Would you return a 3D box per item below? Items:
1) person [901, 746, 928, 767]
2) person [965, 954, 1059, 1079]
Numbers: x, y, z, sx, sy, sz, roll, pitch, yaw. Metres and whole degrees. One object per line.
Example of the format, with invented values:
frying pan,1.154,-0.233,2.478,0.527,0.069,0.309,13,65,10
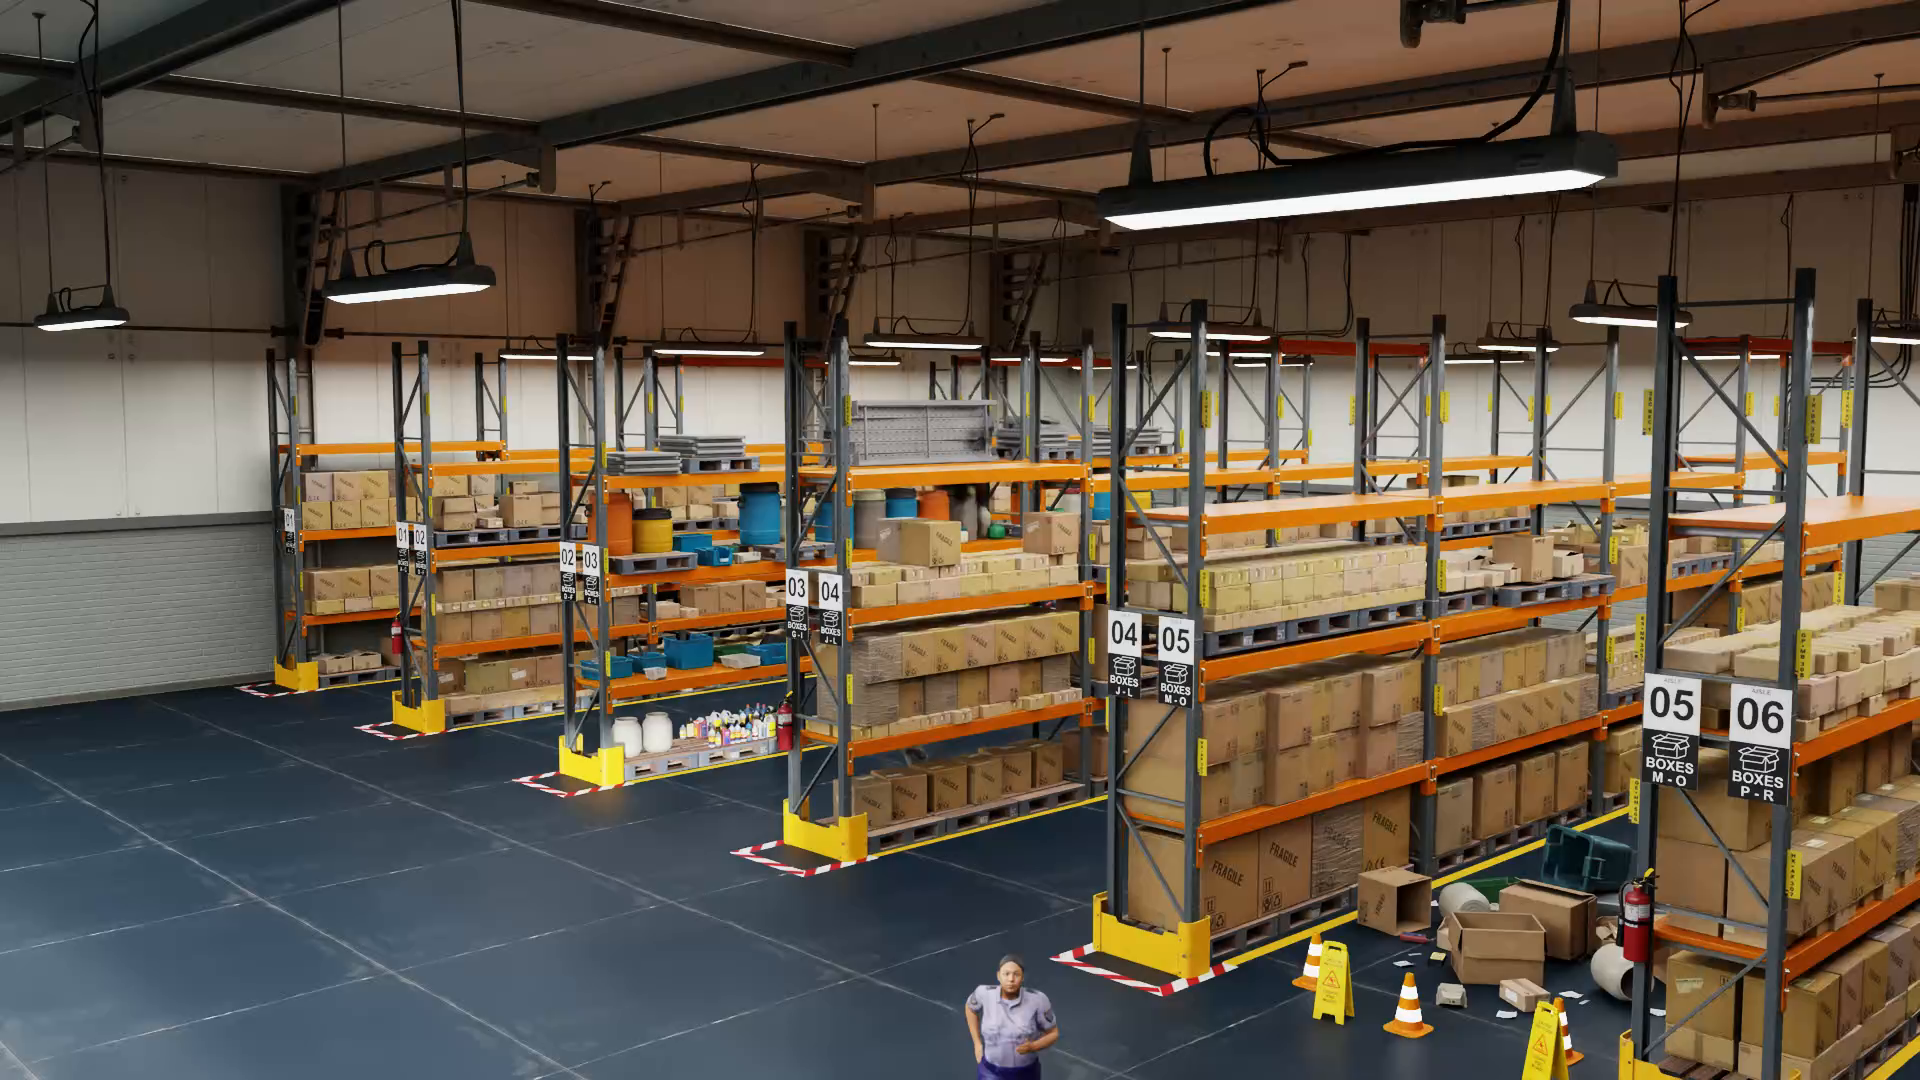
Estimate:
person,-0.678,2.443,22.319,0.512,1.553,0.532,4,6,38
person,0.332,3.450,10.645,0.579,1.702,0.792,0,5,-4
